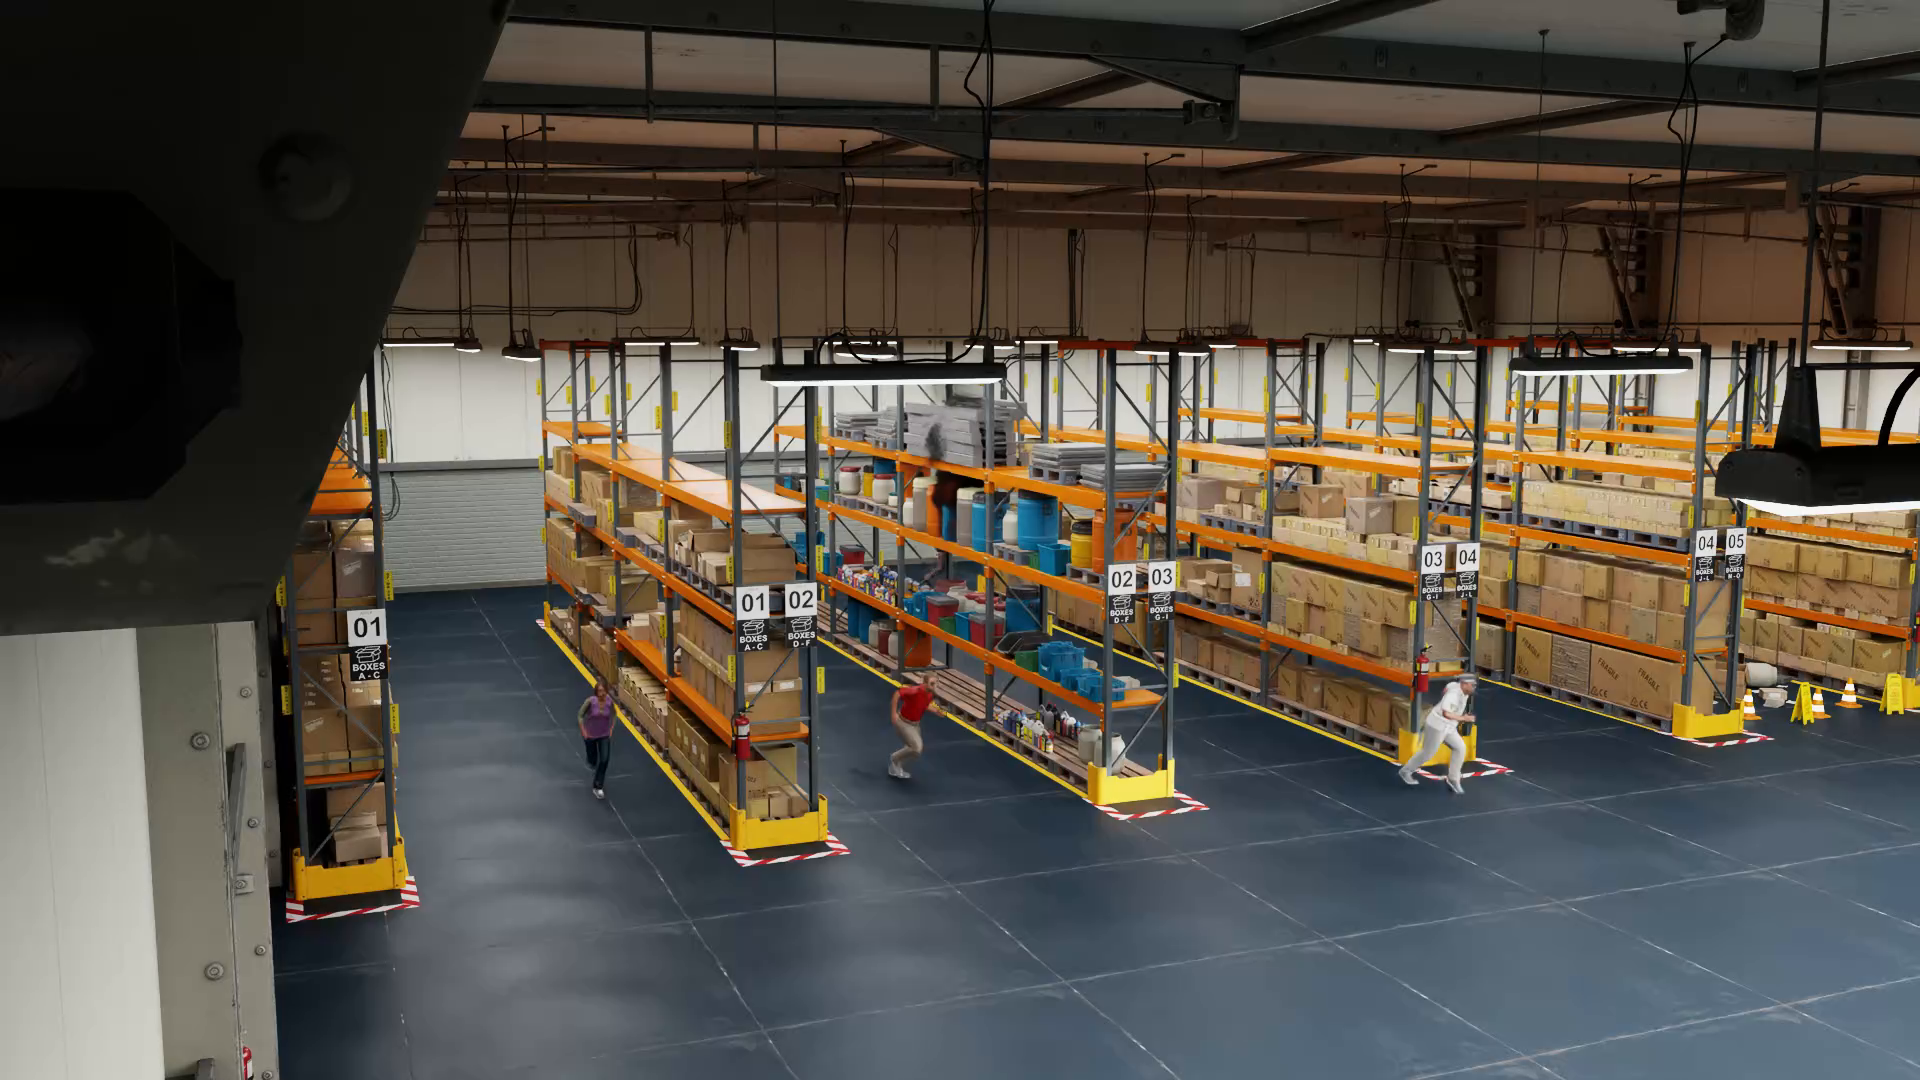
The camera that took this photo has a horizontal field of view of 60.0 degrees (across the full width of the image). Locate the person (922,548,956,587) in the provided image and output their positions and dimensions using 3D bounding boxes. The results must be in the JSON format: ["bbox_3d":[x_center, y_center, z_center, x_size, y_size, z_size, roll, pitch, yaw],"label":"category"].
[{"bbox_3d":[-0.420,0.329,39.616,0.967,1.741,0.667,0,7,-3],"label":"person"}]

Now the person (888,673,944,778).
[{"bbox_3d":[-0.651,2.583,23.001,0.885,1.551,0.694,4,9,30],"label":"person"}]

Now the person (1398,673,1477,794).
[{"bbox_3d":[6.507,2.612,22.622,1.018,1.714,0.705,4,9,30],"label":"person"}]

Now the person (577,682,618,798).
[{"bbox_3d":[-4.920,2.660,22.548,0.551,1.575,0.768,-3,8,-23],"label":"person"}]
